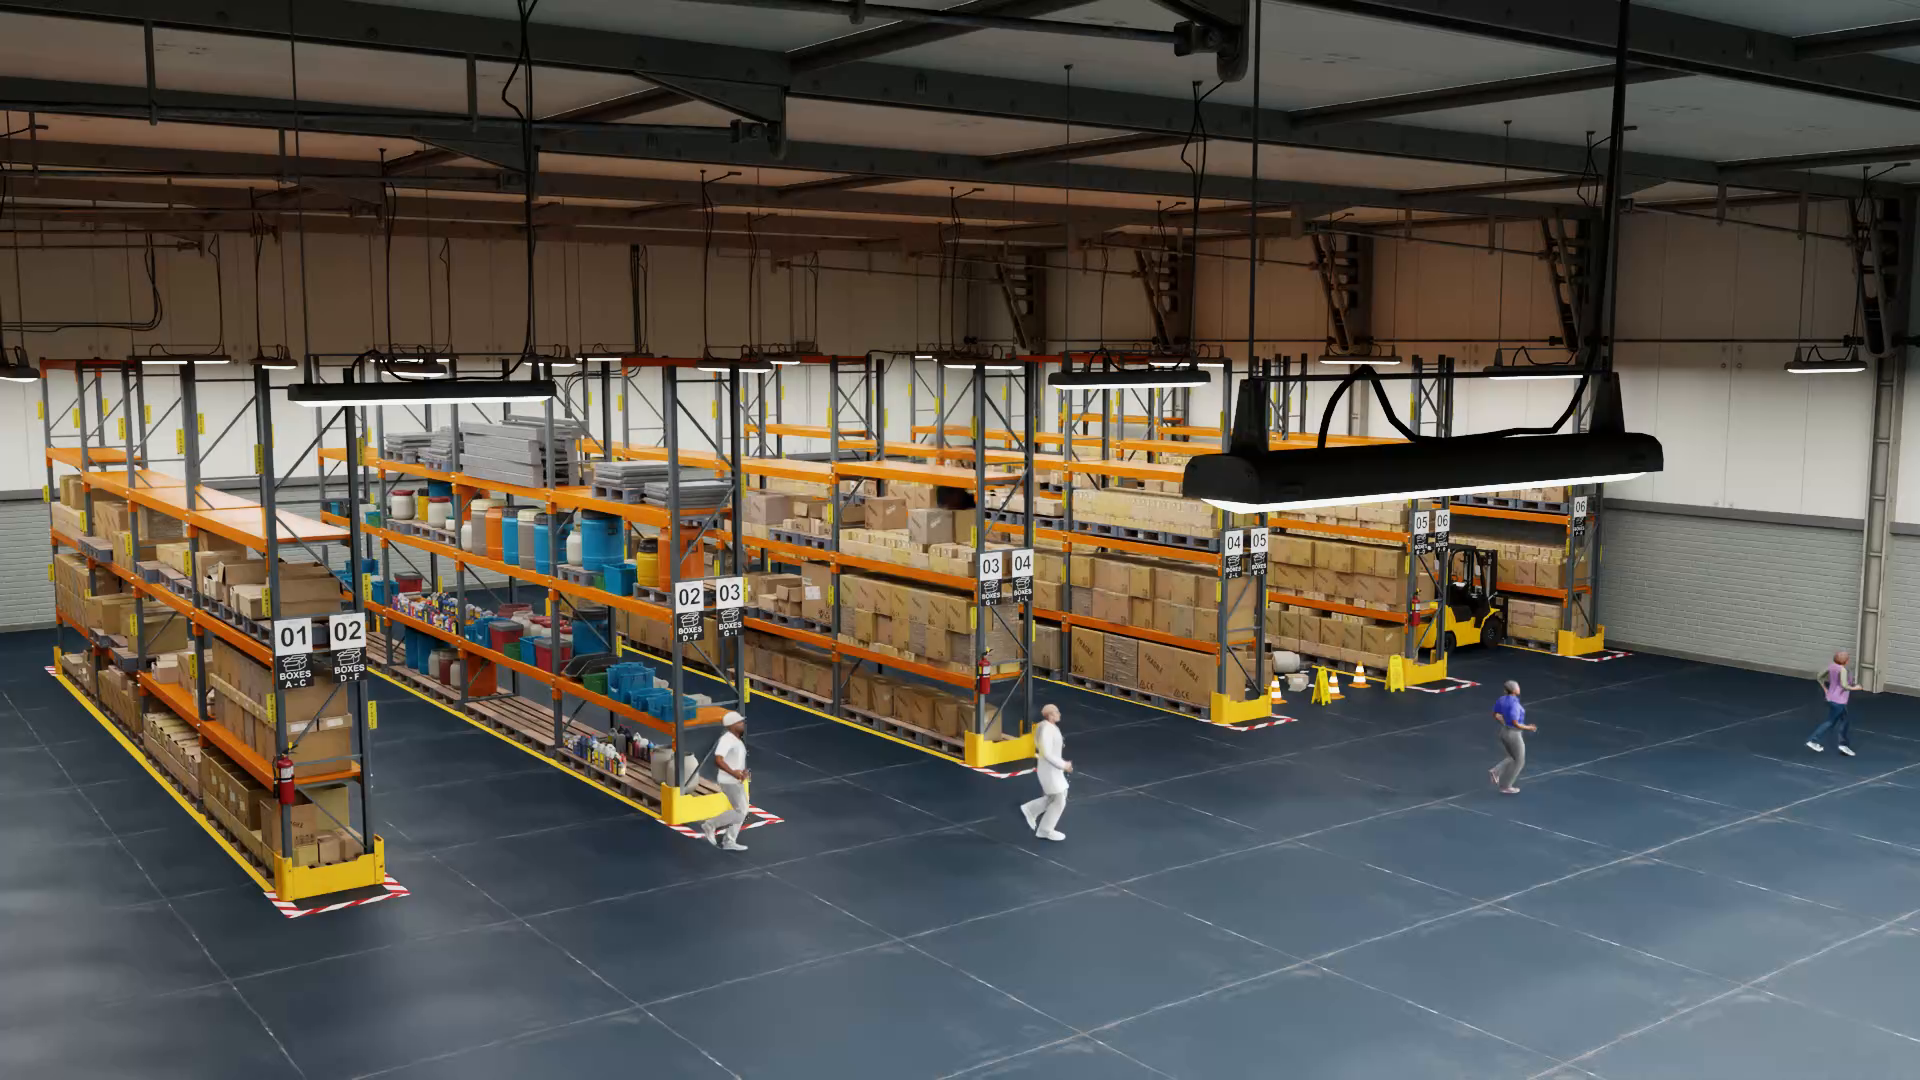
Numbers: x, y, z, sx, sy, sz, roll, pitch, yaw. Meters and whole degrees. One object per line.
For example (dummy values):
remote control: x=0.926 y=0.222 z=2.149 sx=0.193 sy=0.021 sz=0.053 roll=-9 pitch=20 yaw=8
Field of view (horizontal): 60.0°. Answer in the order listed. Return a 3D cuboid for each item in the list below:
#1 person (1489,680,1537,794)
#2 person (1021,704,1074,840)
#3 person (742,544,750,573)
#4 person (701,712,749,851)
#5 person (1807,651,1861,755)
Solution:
person: x=7.744 y=2.745 z=23.258 sx=0.551 sy=1.608 sz=0.571 roll=-1 pitch=7 yaw=-7
person: x=1.108 y=2.941 z=21.165 sx=0.658 sy=1.737 sz=0.746 roll=0 pitch=7 yaw=-1
person: x=-5.098 y=0.922 z=38.051 sx=0.675 sy=1.722 sz=0.583 roll=-4 pitch=8 yaw=-32
person: x=-2.926 y=3.003 z=20.790 sx=0.570 sy=1.720 sz=0.708 roll=0 pitch=7 yaw=-1
person: x=13.354 y=2.508 z=25.393 sx=0.731 sy=1.609 sz=0.524 roll=1 pitch=7 yaw=11
